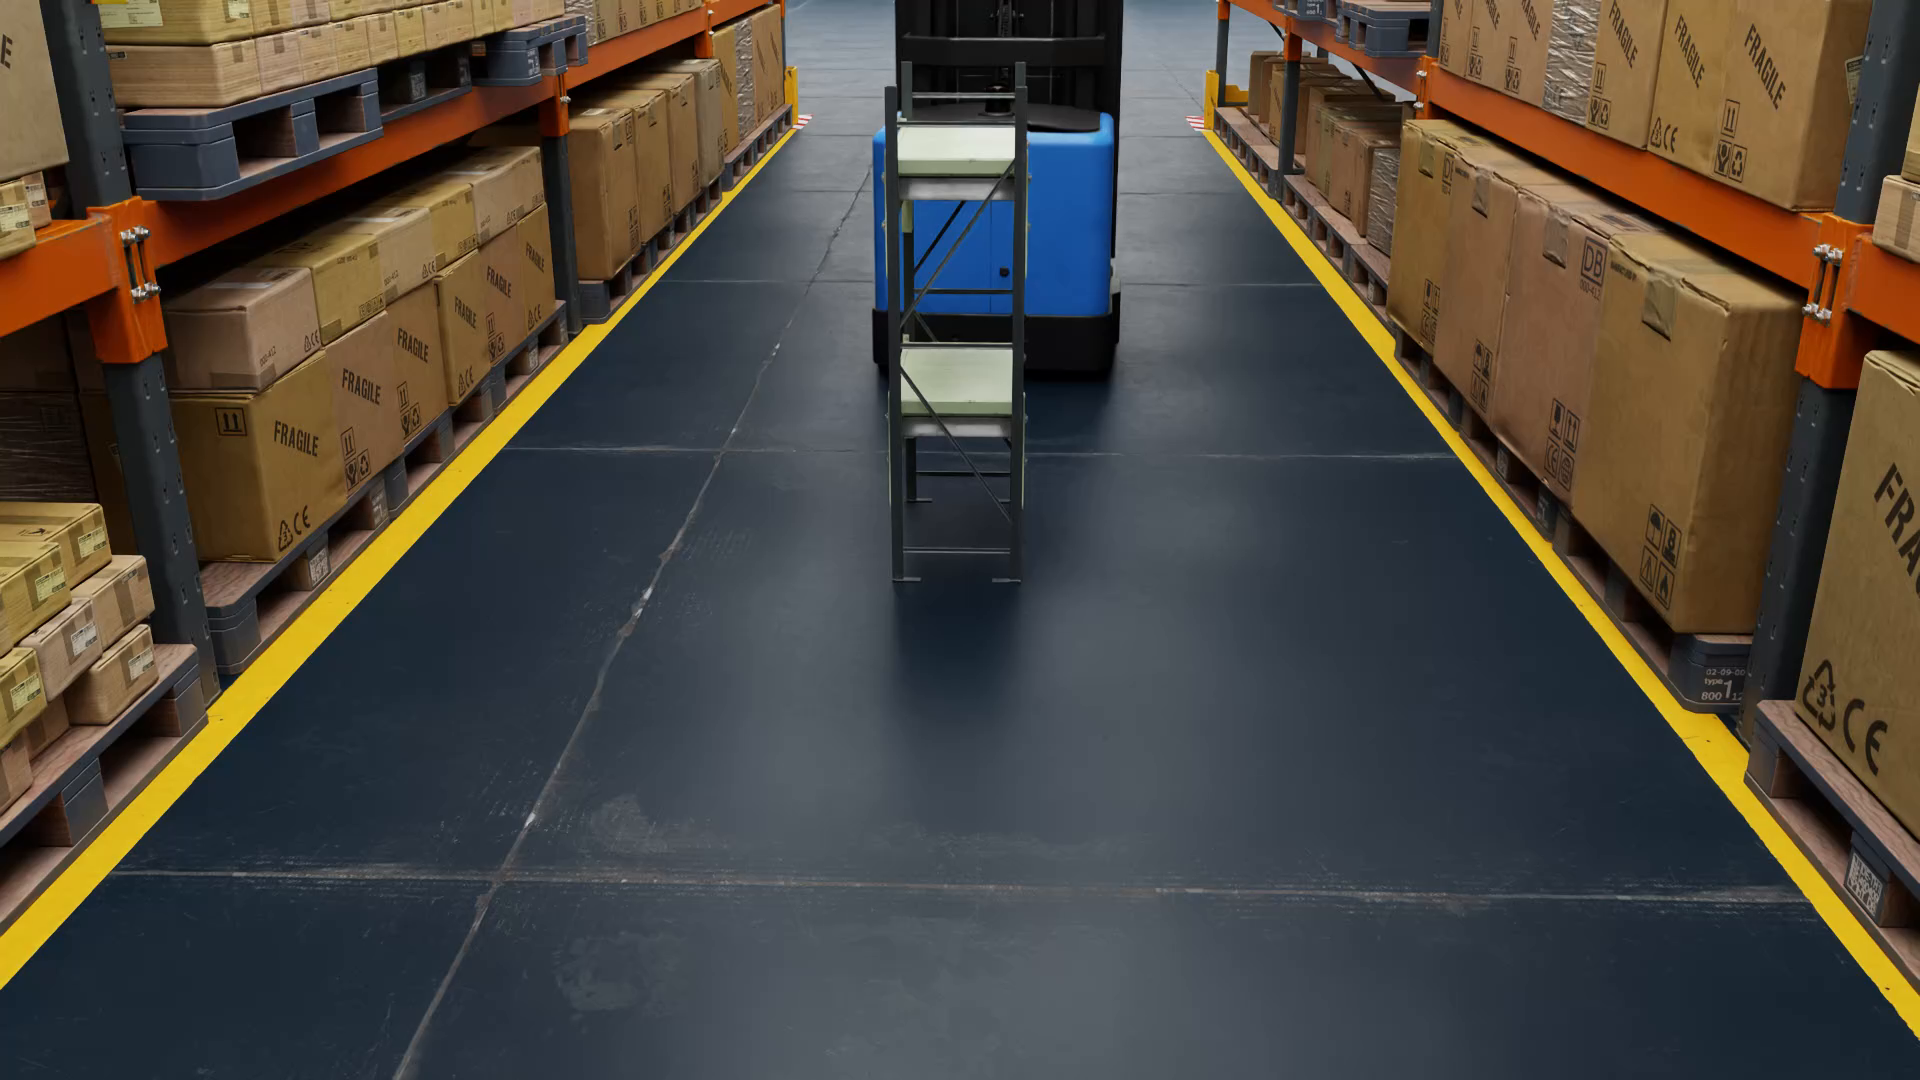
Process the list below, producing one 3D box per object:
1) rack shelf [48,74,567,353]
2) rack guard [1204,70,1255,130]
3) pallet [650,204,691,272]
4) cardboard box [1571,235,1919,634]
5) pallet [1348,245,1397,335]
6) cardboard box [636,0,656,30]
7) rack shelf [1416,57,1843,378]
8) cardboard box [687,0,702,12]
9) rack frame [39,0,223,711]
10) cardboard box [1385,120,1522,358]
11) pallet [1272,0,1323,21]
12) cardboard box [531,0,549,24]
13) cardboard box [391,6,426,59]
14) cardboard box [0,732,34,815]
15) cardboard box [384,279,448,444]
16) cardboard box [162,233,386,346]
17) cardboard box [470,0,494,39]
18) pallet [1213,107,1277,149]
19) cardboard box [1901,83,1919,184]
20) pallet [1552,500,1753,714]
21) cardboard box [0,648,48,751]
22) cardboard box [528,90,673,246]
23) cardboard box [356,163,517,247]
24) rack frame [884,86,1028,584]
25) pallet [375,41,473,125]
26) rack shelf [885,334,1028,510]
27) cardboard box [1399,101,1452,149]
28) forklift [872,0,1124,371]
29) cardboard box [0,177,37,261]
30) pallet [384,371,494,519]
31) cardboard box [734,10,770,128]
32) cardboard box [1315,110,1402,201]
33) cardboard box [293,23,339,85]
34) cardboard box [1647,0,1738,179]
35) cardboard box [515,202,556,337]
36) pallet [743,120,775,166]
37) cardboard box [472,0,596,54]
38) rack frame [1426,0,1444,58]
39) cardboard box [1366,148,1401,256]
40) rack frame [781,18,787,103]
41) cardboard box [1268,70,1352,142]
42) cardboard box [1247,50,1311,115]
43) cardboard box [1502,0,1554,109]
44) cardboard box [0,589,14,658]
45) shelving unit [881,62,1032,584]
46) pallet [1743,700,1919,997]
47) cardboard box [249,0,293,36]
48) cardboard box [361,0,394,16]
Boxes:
[{"bbox_3d":[-2.418,-1.354,5.865,1.077,0.370,4.000,1,21,2],"label":"rack shelf"},{"bbox_3d":[2.839,-4.021,15.200,1.175,0.500,0.348,1,21,2],"label":"rack guard"},{"bbox_3d":[-2.218,-1.836,9.970,1.003,0.211,1.213,1,21,2],"label":"pallet"},{"bbox_3d":[2.475,-0.312,4.542,1.225,0.875,0.875,1,21,2],"label":"cardboard box"},{"bbox_3d":[2.623,-1.303,8.596,1.003,0.211,1.213,1,21,2],"label":"pallet"},{"bbox_3d":[-2.028,-3.164,9.399,0.500,0.500,0.500,0,21,1],"label":"cardboard box"},{"bbox_3d":[2.537,-1.262,5.630,1.077,0.370,4.000,1,21,2],"label":"rack shelf"},{"bbox_3d":[-1.984,-3.713,10.814,0.500,0.500,0.500,1,21,1],"label":"cardboard box"},{"bbox_3d":[-2.479,-0.966,3.871,1.000,3.000,0.127,1,21,2],"label":"rack frame"},{"bbox_3d":[2.556,-1.277,7.030,1.225,0.875,0.875,0,21,-1],"label":"cardboard box"},{"bbox_3d":[2.550,-3.403,10.418,1.003,0.211,1.213,1,21,2],"label":"pallet"},{"bbox_3d":[-1.922,-2.218,6.864,0.380,0.149,0.250,1,21,1],"label":"cardboard box"},{"bbox_3d":[-1.973,-1.654,5.412,0.380,0.149,0.250,0,21,1],"label":"cardboard box"},{"bbox_3d":[-2.185,0.502,3.448,0.380,0.149,0.250,0,21,0],"label":"cardboard box"},{"bbox_3d":[-2.174,-0.641,5.910,0.500,0.500,0.500,1,21,3],"label":"cardboard box"},{"bbox_3d":[-2.179,-0.803,5.289,0.500,0.250,0.500,1,21,3],"label":"cardboard box"},{"bbox_3d":[-1.947,-1.937,6.141,0.380,0.149,0.250,0,21,-1],"label":"cardboard box"},{"bbox_3d":[2.778,-3.593,14.496,1.003,0.211,1.213,1,21,2],"label":"pallet"},{"bbox_3d":[2.200,-0.776,3.179,0.500,0.250,0.500,0,21,1],"label":"cardboard box"},{"bbox_3d":[2.424,0.146,4.862,1.003,0.211,1.213,1,21,2],"label":"pallet"},{"bbox_3d":[-2.157,0.341,3.452,0.380,0.149,0.250,0,21,0],"label":"cardboard box"},{"bbox_3d":[-2.225,-2.094,9.309,1.050,0.750,0.750,1,21,2],"label":"cardboard box"},{"bbox_3d":[-2.120,-1.359,6.724,0.500,0.250,0.500,1,21,2],"label":"cardboard box"},{"bbox_3d":[-0.011,-0.569,4.923,0.400,1.500,0.023,1,21,2],"label":"rack frame"},{"bbox_3d":[-2.376,-1.606,5.788,1.003,0.211,1.213,1,21,2],"label":"pallet"},{"bbox_3d":[0.000,-0.398,5.382,0.431,0.370,0.720,1,21,2],"label":"rack shelf"},{"bbox_3d":[2.594,-2.145,8.721,0.500,0.250,0.500,3,21,8],"label":"cardboard box"},{"bbox_3d":[0.254,-2.592,8.157,1.130,2.935,3.031,2,21,4],"label":"forklift"},{"bbox_3d":[-2.152,-0.648,3.401,0.380,0.149,0.250,0,21,0],"label":"cardboard box"},{"bbox_3d":[-2.422,-0.390,6.241,1.003,0.211,1.213,1,21,2],"label":"pallet"},{"bbox_3d":[-2.093,-3.946,13.908,0.875,0.875,0.875,0,21,1],"label":"cardboard box"},{"bbox_3d":[2.646,-2.413,10.448,0.700,0.500,0.500,1,21,1],"label":"cardboard box"},{"bbox_3d":[-1.993,-1.372,4.686,0.380,0.149,0.250,1,21,2],"label":"cardboard box"},{"bbox_3d":[2.239,-1.272,4.523,0.500,0.500,0.500,1,21,3],"label":"cardboard box"},{"bbox_3d":[-2.116,-1.202,7.354,0.500,0.500,0.500,1,21,1],"label":"cardboard box"},{"bbox_3d":[-2.100,-3.275,13.677,1.003,0.211,1.213,1,21,2],"label":"pallet"},{"bbox_3d":[-2.074,-2.618,7.991,0.500,0.500,0.500,1,21,2],"label":"cardboard box"},{"bbox_3d":[2.597,-2.321,7.364,1.000,3.000,0.127,1,21,2],"label":"rack frame"},{"bbox_3d":[2.602,-1.804,8.879,0.700,0.500,0.500,-1,21,-3],"label":"cardboard box"},{"bbox_3d":[-2.114,-5.305,15.053,1.000,3.000,0.127,1,21,2],"label":"rack frame"},{"bbox_3d":[2.722,-3.374,12.954,0.500,0.500,0.500,-1,21,-3],"label":"cardboard box"},{"bbox_3d":[2.805,-4.018,14.613,0.500,0.500,0.500,5,22,12],"label":"cardboard box"},{"bbox_3d":[2.285,-1.823,5.942,0.500,0.500,0.500,0,21,1],"label":"cardboard box"},{"bbox_3d":[-2.198,0.205,3.393,0.380,0.149,0.250,0,21,1],"label":"cardboard box"},{"bbox_3d":[0.000,-0.702,5.264,0.431,1.500,0.755,1,21,2],"label":"shelving unit"},{"bbox_3d":[2.374,0.699,3.435,1.003,0.211,1.213,1,21,2],"label":"pallet"},{"bbox_3d":[-2.001,-1.414,4.383,0.380,0.149,0.250,0,21,1],"label":"cardboard box"},{"bbox_3d":[-1.980,-1.699,5.117,0.380,0.149,0.250,1,21,4],"label":"cardboard box"}]
